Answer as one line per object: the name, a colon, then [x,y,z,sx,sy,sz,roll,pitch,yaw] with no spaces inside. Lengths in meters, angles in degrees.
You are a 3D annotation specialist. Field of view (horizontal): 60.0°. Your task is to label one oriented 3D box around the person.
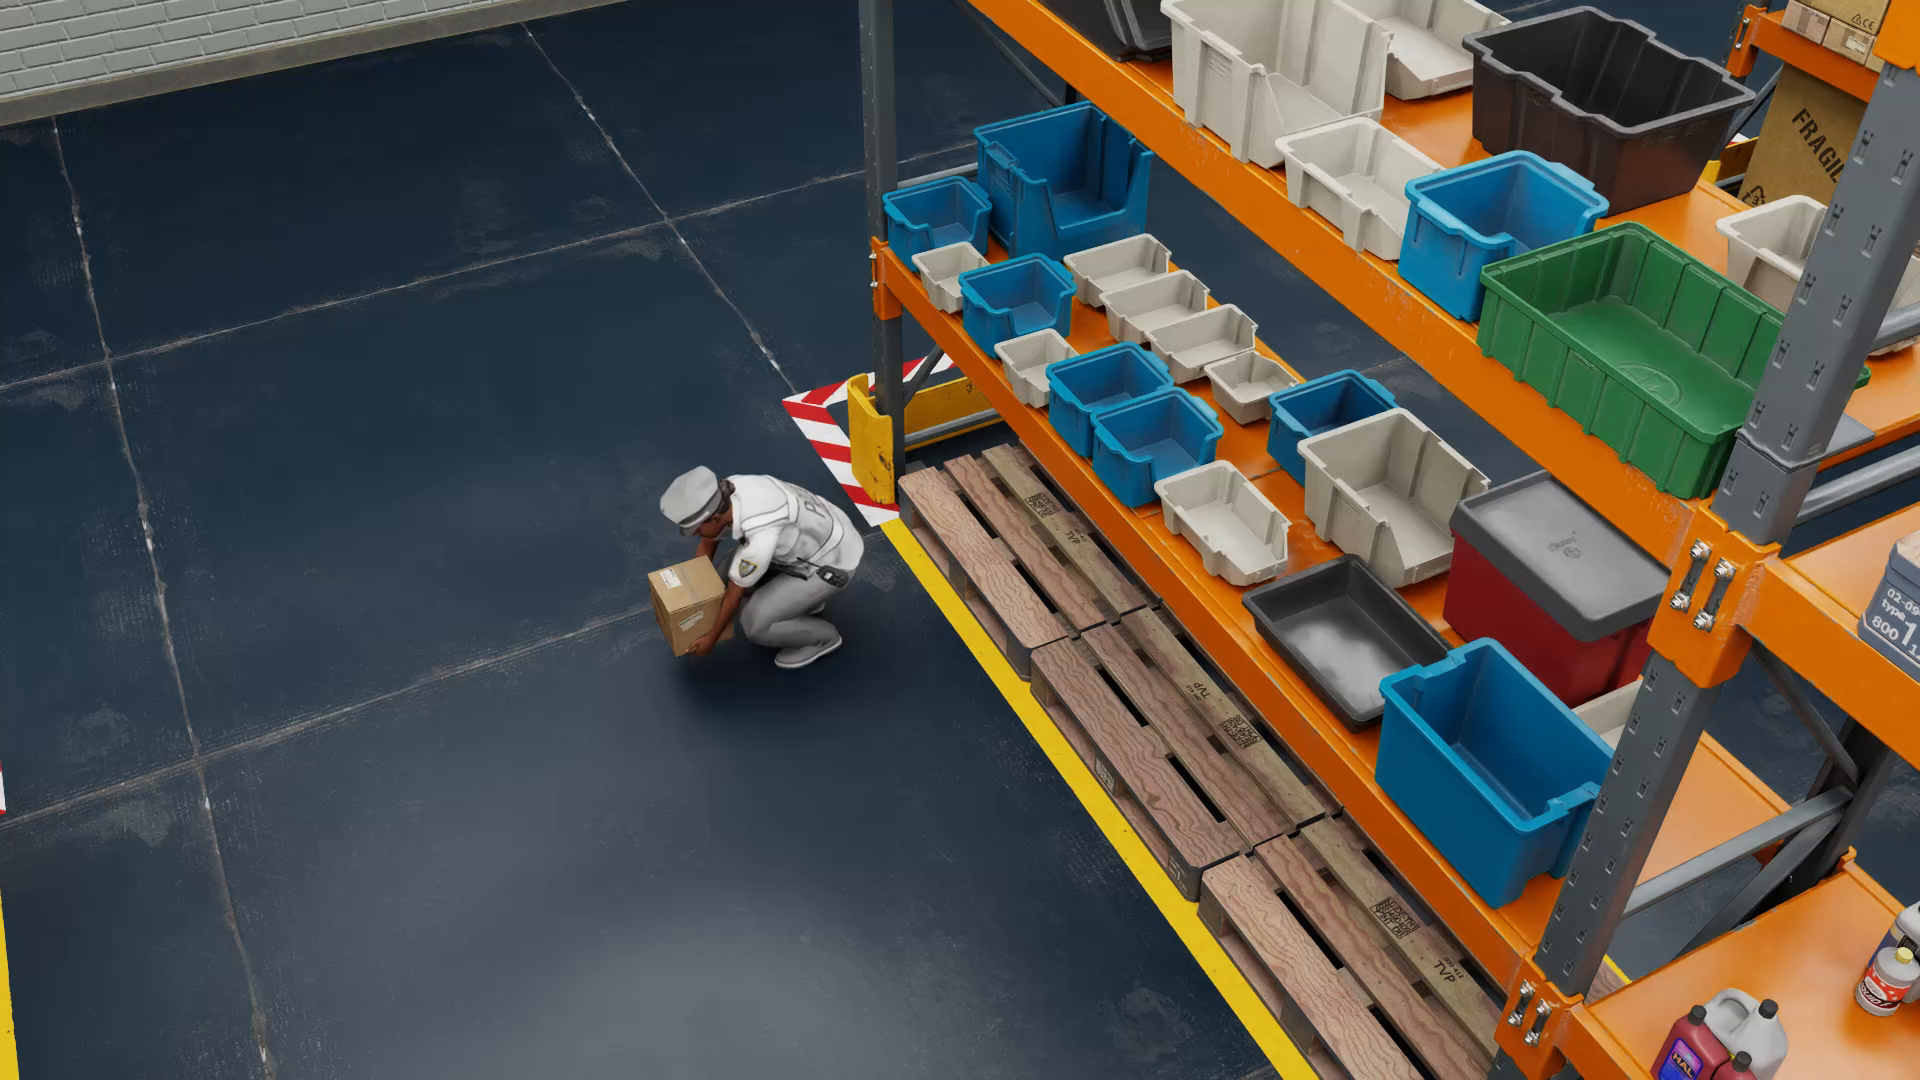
person: [-0.786,0.063,6.614,0.811,0.996,0.464,-15,44,-17]
